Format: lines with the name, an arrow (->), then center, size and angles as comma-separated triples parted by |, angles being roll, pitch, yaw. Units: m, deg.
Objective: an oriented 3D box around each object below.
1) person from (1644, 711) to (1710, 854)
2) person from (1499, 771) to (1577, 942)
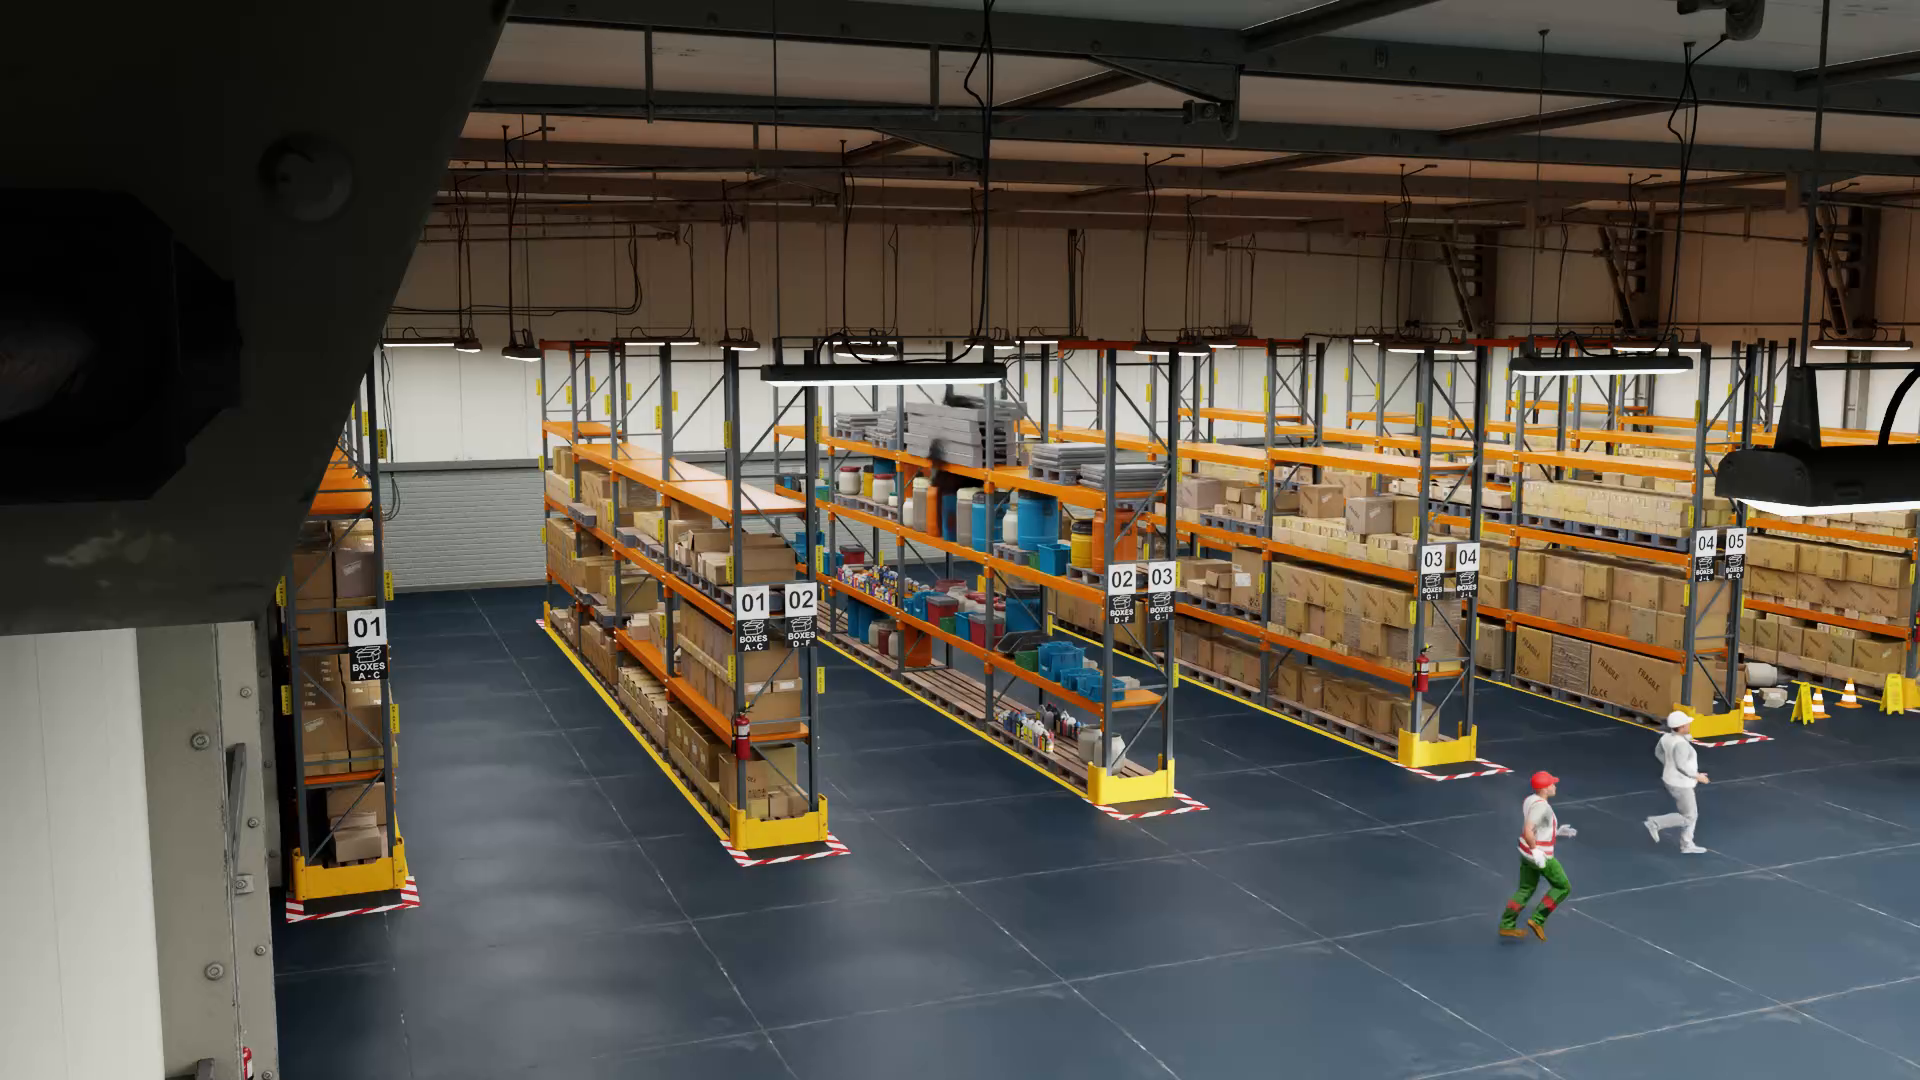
person -> 8.564, 2.899, 19.874 | 0.778, 1.743, 0.661 | 0, 7, 4
person -> 5.954, 3.242, 17.026 | 0.782, 1.775, 0.648 | 0, 7, -3
